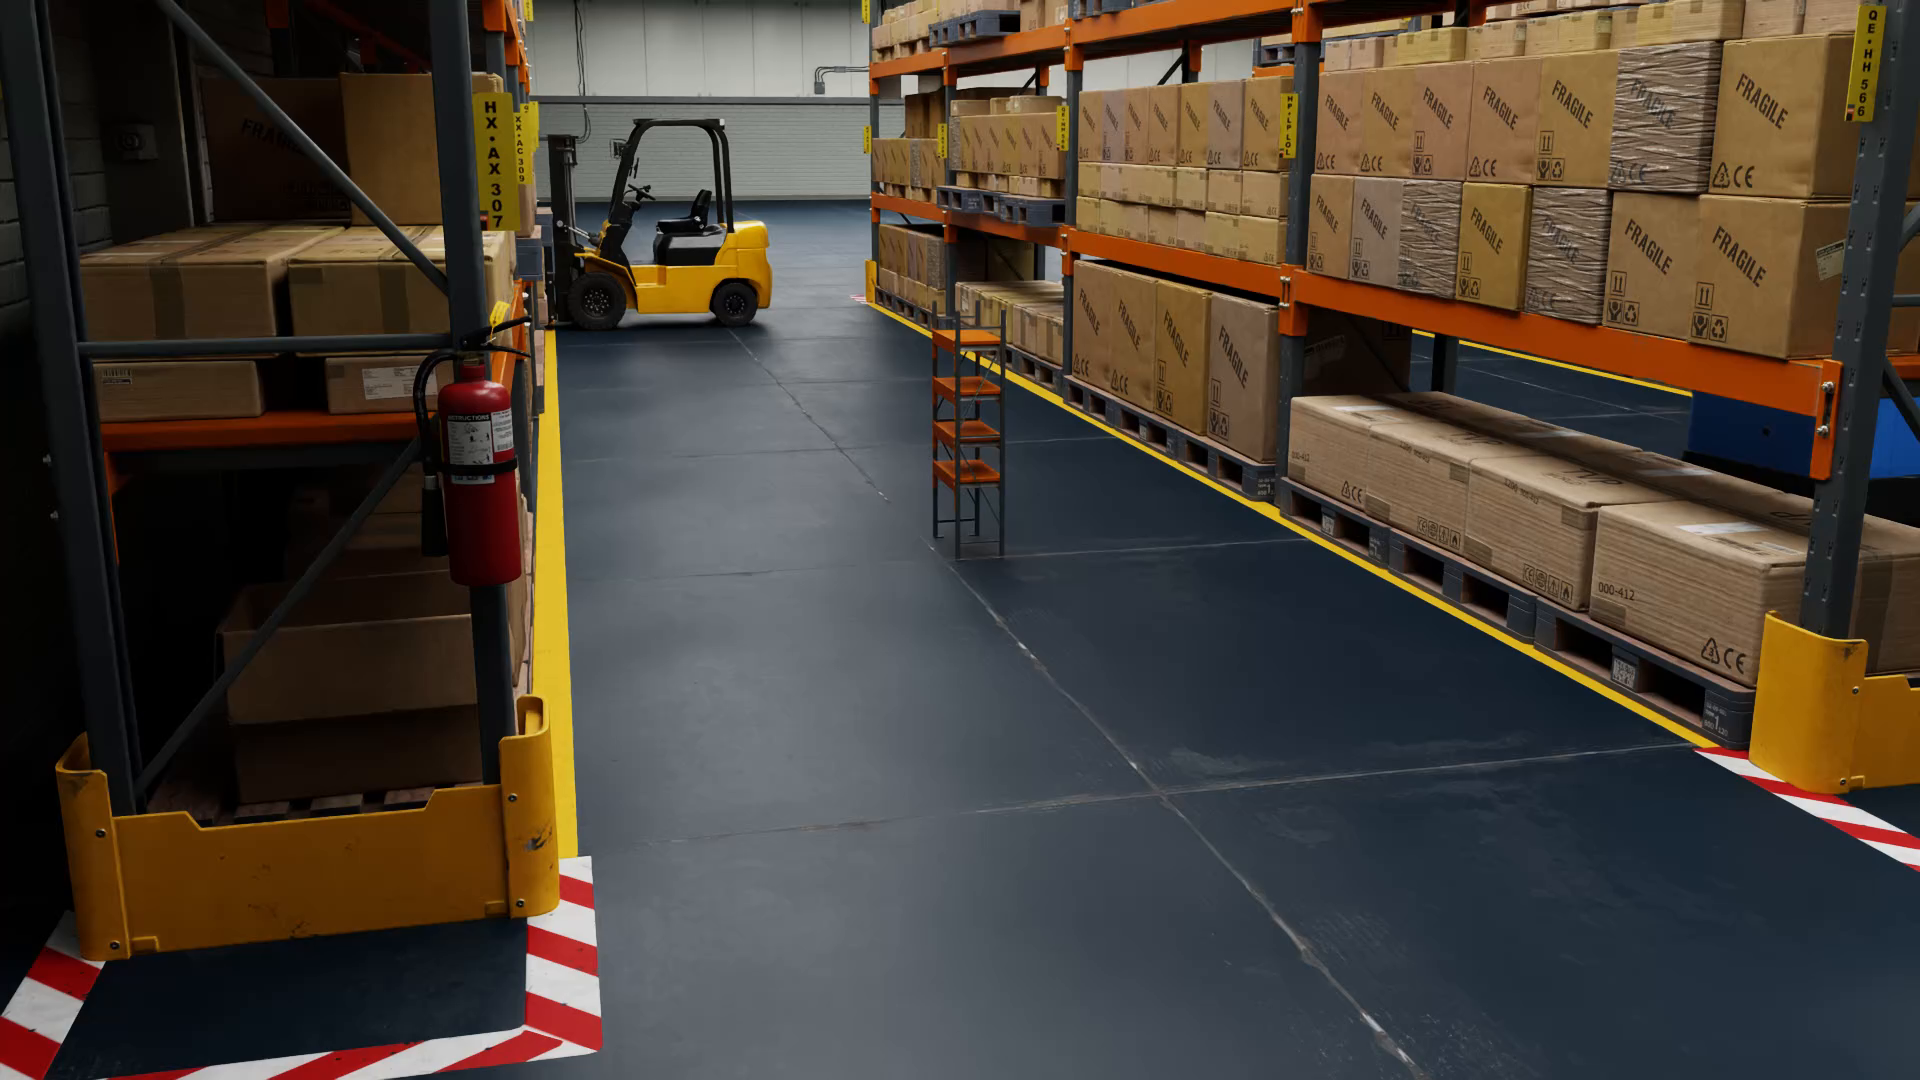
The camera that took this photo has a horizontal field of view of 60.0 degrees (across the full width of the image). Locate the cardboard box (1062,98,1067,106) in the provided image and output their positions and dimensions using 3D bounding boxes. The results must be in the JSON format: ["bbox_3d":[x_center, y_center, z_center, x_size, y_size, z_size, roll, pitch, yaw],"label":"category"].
[{"bbox_3d":[0.946,-3.904,14.997,0.380,0.149,0.250,-4,14,-16],"label":"cardboard box"}]

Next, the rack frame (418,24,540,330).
[{"bbox_3d":[-4.467,-3.228,15.321,1.000,3.000,0.127,-3,14,-13],"label":"rack frame"}]

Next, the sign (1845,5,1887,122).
[{"bbox_3d":[2.644,-1.388,4.850,0.100,0.325,0.005,-3,14,-13],"label":"sign"}]

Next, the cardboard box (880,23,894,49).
[{"bbox_3d":[-0.615,-5.710,18.847,0.500,0.250,0.500,-3,14,-14],"label":"cardboard box"}]

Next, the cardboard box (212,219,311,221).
[{"bbox_3d":[-2.491,-1.091,6.261,0.500,0.250,0.500,-3,14,-12],"label":"cardboard box"}]

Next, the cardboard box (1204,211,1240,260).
[{"bbox_3d":[1.767,-1.795,9.768,0.500,0.250,0.500,-3,14,-14],"label":"cardboard box"}]

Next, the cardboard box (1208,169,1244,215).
[{"bbox_3d":[1.771,-2.033,9.693,0.500,0.250,0.500,-3,14,-12],"label":"cardboard box"}]

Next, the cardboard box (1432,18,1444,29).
[{"bbox_3d":[5.327,-5.555,17.959,0.380,0.149,0.250,-3,14,-13],"label":"cardboard box"}]

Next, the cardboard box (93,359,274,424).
[{"bbox_3d":[-1.988,-0.400,4.272,0.380,0.149,0.250,-3,14,-14],"label":"cardboard box"}]

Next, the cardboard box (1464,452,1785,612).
[{"bbox_3d":[2.700,-0.054,6.843,0.875,0.438,0.875,-3,14,-12],"label":"cardboard box"}]

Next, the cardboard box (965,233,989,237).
[{"bbox_3d":[0.343,-3.013,17.766,0.500,0.500,0.500,-3,14,-11],"label":"cardboard box"}]

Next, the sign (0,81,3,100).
[{"bbox_3d":[-2.193,-1.150,3.707,0.100,0.325,0.005,-3,14,-13],"label":"sign"}]

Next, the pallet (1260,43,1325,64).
[{"bbox_3d":[4.390,-5.971,20.415,1.003,0.211,1.213,-3,14,-13],"label":"pallet"}]

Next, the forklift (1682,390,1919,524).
[{"bbox_3d":[5.551,-1.654,9.021,3.031,2.935,1.130,-6,15,-22],"label":"forklift"}]

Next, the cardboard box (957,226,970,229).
[{"bbox_3d":[0.127,-3.606,18.829,0.380,0.149,0.250,-3,14,-11],"label":"cardboard box"}]

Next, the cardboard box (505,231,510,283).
[{"bbox_3d":[-1.995,-1.120,6.381,0.500,0.250,0.500,-3,14,-14],"label":"cardboard box"}]

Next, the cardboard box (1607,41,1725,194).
[{"bbox_3d":[2.679,-1.489,5.883,0.500,0.500,0.500,-3,14,-13],"label":"cardboard box"}]

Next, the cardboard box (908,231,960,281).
[{"bbox_3d":[-0.285,-3.095,18.103,0.500,0.500,0.500,-3,14,-10],"label":"cardboard box"}]

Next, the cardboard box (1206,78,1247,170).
[{"bbox_3d":[1.758,-2.403,9.624,0.500,0.500,0.500,-3,14,-12],"label":"cardboard box"}]

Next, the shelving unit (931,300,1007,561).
[{"bbox_3d":[0.039,-0.545,8.128,0.258,1.200,0.503,-3,14,-13],"label":"shelving unit"}]

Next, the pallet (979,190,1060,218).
[{"bbox_3d":[0.791,-2.944,14.563,1.003,0.211,1.213,-3,14,-13],"label":"pallet"}]

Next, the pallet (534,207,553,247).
[{"bbox_3d":[-3.300,-2.060,10.943,1.213,0.211,1.003,-3,14,-13],"label":"pallet"}]

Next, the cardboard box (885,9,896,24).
[{"bbox_3d":[-0.637,-5.877,18.693,0.380,0.149,0.250,-3,14,-13],"label":"cardboard box"}]

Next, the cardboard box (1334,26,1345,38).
[{"bbox_3d":[4.447,-5.753,18.767,0.380,0.149,0.250,-3,14,-14],"label":"cardboard box"}]

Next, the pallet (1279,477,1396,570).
[{"bbox_3d":[2.338,-0.126,8.498,1.003,0.211,1.213,-3,14,-13],"label":"pallet"}]

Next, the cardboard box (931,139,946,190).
[{"bbox_3d":[0.011,-3.788,16.773,0.500,0.500,0.500,-4,14,-15],"label":"cardboard box"}]

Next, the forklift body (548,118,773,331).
[{"bbox_3d":[-3.188,-3.403,17.825,2.313,2.155,1.214,-3,14,-13],"label":"forklift body"}]

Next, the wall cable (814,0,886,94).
[{"bbox_3d":[-3.340,-16.706,50.682,2.305,6.003,0.169,-3,14,-13],"label":"wall cable"}]

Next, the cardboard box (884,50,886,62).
[{"bbox_3d":[-0.672,-5.614,19.293,0.380,0.149,0.250,-4,14,-15],"label":"cardboard box"}]

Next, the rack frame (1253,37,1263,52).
[{"bbox_3d":[4.205,-7.642,20.747,1.000,3.000,0.127,-3,14,-13],"label":"rack frame"}]

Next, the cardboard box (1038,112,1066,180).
[{"bbox_3d":[0.919,-3.070,12.949,0.500,0.500,0.500,-4,14,-15],"label":"cardboard box"}]

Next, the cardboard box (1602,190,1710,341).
[{"bbox_3d":[2.701,-0.999,5.987,0.500,0.500,0.500,-4,14,-14],"label":"cardboard box"}]

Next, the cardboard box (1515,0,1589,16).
[{"bbox_3d":[5.404,-5.026,15.053,0.500,0.500,0.500,-3,14,-13],"label":"cardboard box"}]

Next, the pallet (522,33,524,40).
[{"bbox_3d":[-5.266,-5.401,18.079,1.003,0.211,1.213,-3,14,-13],"label":"pallet"}]

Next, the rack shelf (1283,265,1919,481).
[{"bbox_3d":[2.705,-0.850,7.100,1.077,0.370,4.000,-3,14,-13],"label":"rack shelf"}]

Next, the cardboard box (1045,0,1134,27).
[{"bbox_3d":[1.083,-4.308,13.209,0.700,0.500,0.500,-3,14,-13],"label":"cardboard box"}]

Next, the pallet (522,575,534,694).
[{"bbox_3d":[-2.138,0.412,6.295,1.003,0.211,1.213,-3,14,-13],"label":"pallet"}]

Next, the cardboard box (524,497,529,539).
[{"bbox_3d":[-2.172,-0.090,7.596,0.380,0.149,0.250,-4,14,-15],"label":"cardboard box"}]

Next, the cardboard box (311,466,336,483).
[{"bbox_3d":[-2.991,-0.469,8.410,0.500,0.500,0.500,-3,14,-13],"label":"cardboard box"}]

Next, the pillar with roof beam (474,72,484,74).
[{"bbox_3d":[-7.571,-12.631,41.167,9.100,9.000,0.400,-3,14,-13],"label":"pillar with roof beam"}]

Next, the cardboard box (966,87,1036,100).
[{"bbox_3d":[0.464,-4.298,16.756,0.700,0.500,0.500,-3,14,-14],"label":"cardboard box"}]

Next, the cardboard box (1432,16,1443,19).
[{"bbox_3d":[5.302,-5.715,17.772,0.500,0.250,0.500,-3,14,-13],"label":"cardboard box"}]

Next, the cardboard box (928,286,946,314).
[{"bbox_3d":[-0.043,-2.496,17.231,0.500,0.250,0.500,-3,14,-11],"label":"cardboard box"}]

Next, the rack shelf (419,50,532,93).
[{"bbox_3d":[-4.937,-4.797,16.939,1.077,0.370,4.000,-3,14,-13],"label":"rack shelf"}]

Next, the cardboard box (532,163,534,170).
[{"bbox_3d":[-2.965,-2.194,9.983,0.797,0.503,0.637,-4,14,-14],"label":"cardboard box"}]

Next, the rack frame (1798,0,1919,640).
[{"bbox_3d":[3.175,-0.738,5.126,1.000,3.000,0.127,-3,14,-13],"label":"rack frame"}]

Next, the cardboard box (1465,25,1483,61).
[{"bbox_3d":[2.406,-2.131,7.144,0.380,0.149,0.250,-3,14,-13],"label":"cardboard box"}]

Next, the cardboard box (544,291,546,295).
[{"bbox_3d":[-4.393,-2.343,16.606,0.500,0.250,0.500,-4,14,-14],"label":"cardboard box"}]

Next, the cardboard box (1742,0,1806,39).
[{"bbox_3d":[2.813,-1.716,5.446,0.380,0.149,0.250,-3,14,-12],"label":"cardboard box"}]

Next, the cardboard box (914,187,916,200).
[{"bbox_3d":[-0.288,-3.736,17.928,0.380,0.149,0.250,-4,14,-14],"label":"cardboard box"}]

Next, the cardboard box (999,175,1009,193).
[{"bbox_3d":[0.550,-3.081,14.361,0.380,0.149,0.250,-4,14,-15],"label":"cardboard box"}]

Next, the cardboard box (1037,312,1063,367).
[{"bbox_3d":[1.173,-1.642,13.478,0.950,0.372,0.625,-4,14,-17],"label":"cardboard box"}]
